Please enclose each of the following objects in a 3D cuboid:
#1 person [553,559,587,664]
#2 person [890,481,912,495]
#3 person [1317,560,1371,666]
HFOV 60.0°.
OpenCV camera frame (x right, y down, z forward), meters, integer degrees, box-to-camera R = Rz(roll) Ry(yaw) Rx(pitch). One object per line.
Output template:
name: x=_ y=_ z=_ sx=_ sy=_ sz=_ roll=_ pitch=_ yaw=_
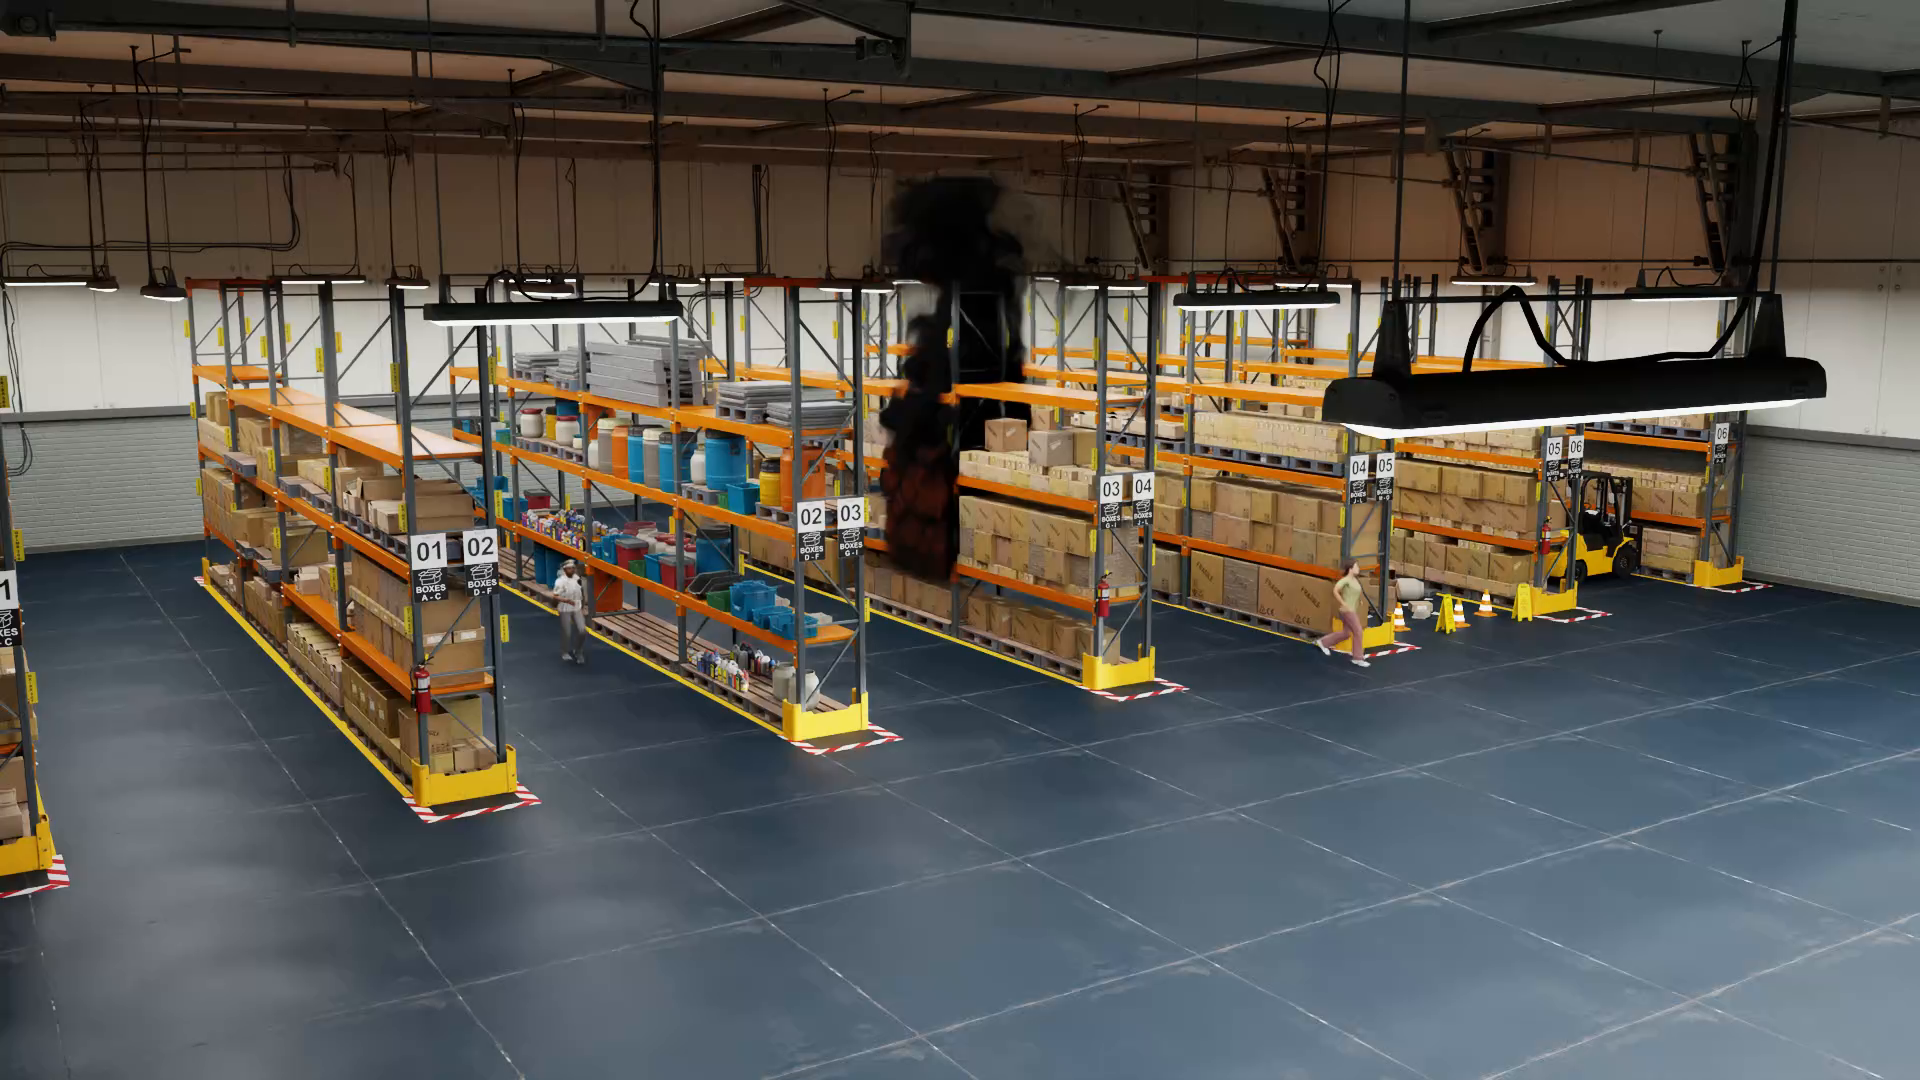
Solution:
person: x=-6.141 y=1.141 z=26.251 sx=0.572 sy=1.725 sz=0.697 roll=-7 pitch=12 yaw=-36
person: x=-1.493 y=-1.594 z=42.667 sx=0.754 sy=1.719 sz=0.574 roll=-5 pitch=11 yaw=-27
person: x=6.128 y=1.137 z=26.388 sx=0.905 sy=1.668 sz=0.611 roll=5 pitch=11 yaw=27
